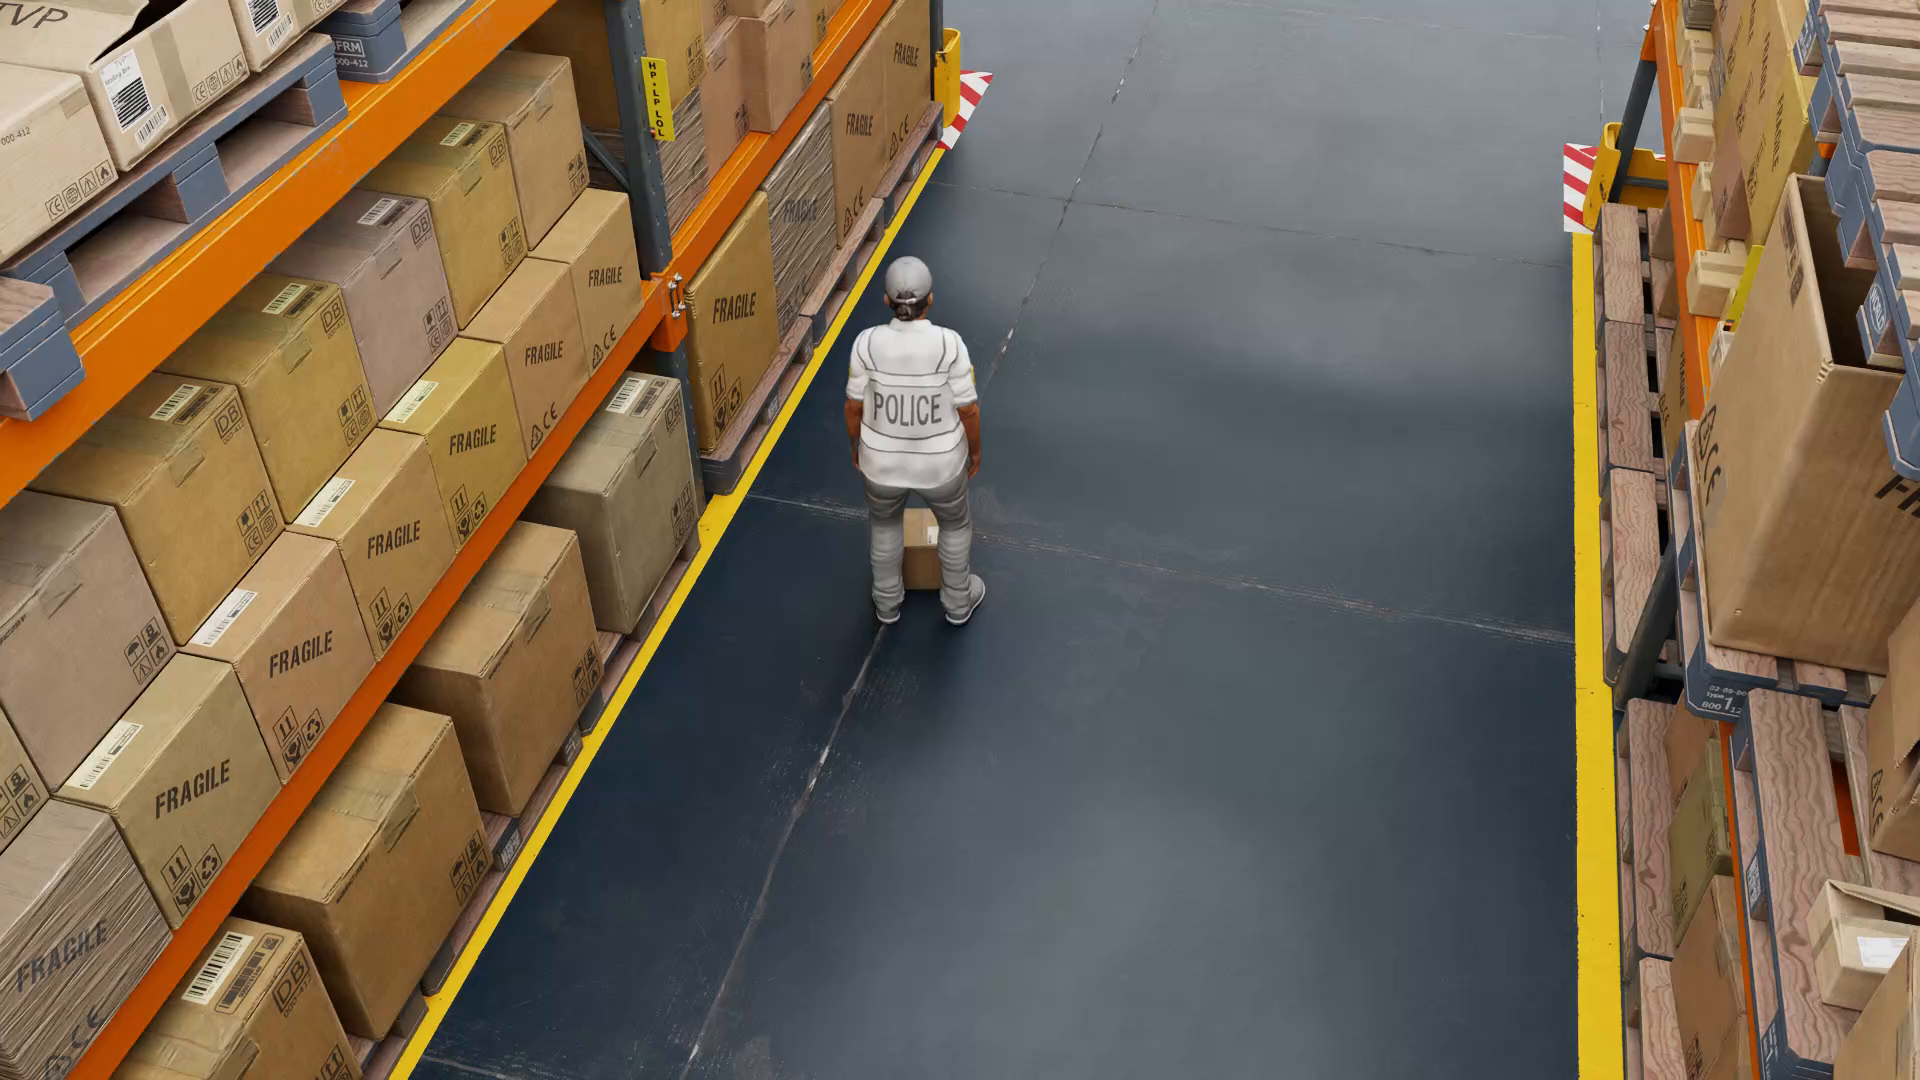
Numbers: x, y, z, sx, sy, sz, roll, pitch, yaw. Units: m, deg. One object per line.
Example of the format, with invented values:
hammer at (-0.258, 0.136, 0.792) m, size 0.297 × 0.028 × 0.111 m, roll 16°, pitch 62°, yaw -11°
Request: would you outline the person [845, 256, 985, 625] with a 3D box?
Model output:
person at (-0.170, -0.348, 6.549) m, size 0.539 × 1.666 × 0.465 m, roll 3°, pitch 41°, yaw 4°
